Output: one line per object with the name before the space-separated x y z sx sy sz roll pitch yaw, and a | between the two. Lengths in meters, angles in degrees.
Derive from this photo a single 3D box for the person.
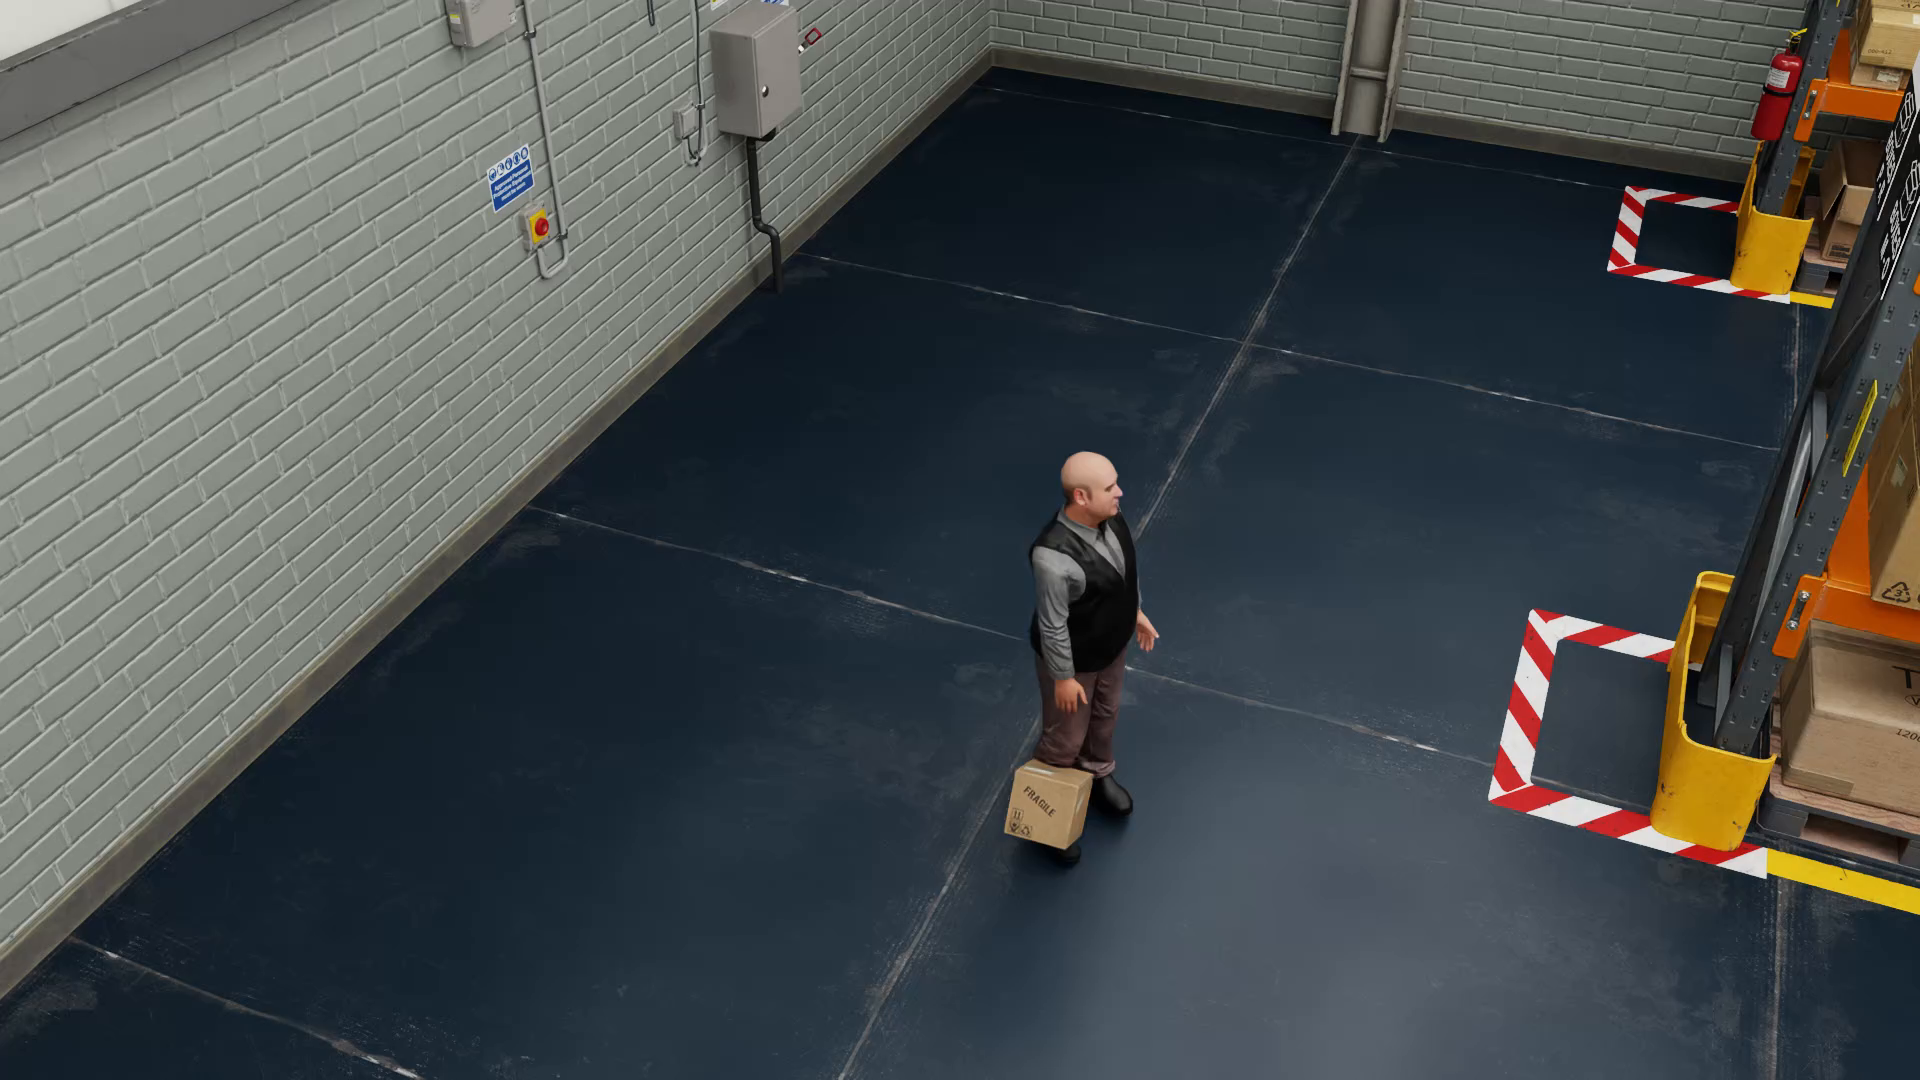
person | 0.475 0.417 6.251 0.414 1.737 0.559 21 42 25
